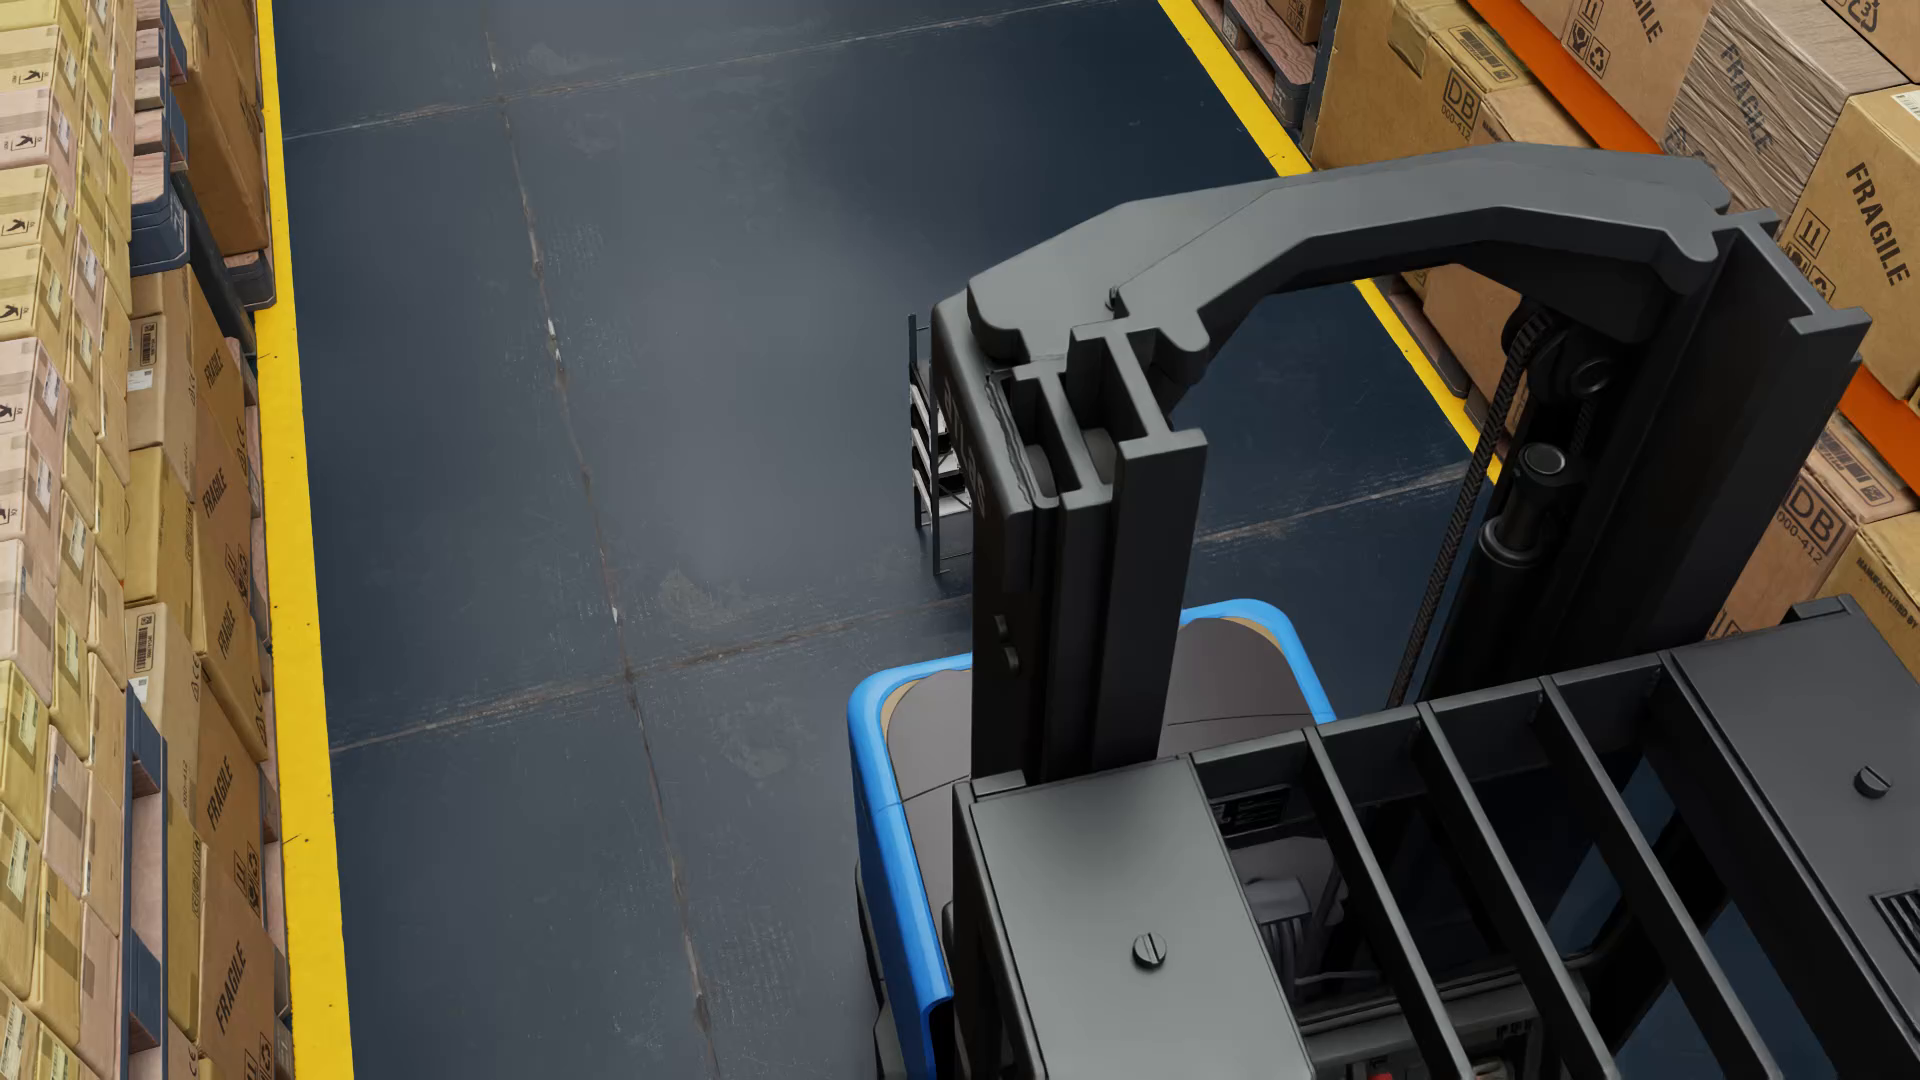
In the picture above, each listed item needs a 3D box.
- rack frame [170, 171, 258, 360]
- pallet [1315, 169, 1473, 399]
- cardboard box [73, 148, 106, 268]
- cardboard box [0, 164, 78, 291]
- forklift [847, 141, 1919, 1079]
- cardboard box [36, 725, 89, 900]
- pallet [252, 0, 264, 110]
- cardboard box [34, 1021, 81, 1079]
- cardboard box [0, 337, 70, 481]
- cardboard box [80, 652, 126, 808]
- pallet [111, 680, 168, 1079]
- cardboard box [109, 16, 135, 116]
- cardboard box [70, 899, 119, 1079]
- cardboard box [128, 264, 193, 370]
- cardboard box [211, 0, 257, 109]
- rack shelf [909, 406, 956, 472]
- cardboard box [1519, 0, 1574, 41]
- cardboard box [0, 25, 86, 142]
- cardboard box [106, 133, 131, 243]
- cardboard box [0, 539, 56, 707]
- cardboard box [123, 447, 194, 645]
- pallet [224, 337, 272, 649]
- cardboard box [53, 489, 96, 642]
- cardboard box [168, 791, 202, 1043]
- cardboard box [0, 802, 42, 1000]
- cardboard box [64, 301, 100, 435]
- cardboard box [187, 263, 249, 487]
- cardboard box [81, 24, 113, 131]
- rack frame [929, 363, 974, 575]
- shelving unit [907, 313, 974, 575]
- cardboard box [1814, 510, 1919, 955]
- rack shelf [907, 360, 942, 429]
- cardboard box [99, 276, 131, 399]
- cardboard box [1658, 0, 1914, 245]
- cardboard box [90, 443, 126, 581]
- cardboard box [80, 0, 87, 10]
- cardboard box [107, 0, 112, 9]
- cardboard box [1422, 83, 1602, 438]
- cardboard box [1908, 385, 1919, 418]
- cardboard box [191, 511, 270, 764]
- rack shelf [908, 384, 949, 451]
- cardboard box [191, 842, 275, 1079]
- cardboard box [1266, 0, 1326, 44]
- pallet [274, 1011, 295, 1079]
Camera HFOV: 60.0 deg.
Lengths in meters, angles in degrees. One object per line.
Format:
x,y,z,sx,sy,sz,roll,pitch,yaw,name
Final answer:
-2.940,-1.535,4.582,1.000,3.000,0.127,-13,51,-11,rack frame
1.989,-1.091,6.032,1.003,0.211,1.213,-13,51,-11,pallet
-2.053,-0.676,3.553,0.380,0.149,0.250,-14,51,-11,cardboard box
-1.977,-0.582,3.279,0.380,0.149,0.250,-11,51,-9,cardboard box
0.591,1.050,2.448,1.130,2.935,3.031,-11,51,-9,forklift
-1.590,0.467,2.589,0.380,0.149,0.250,-12,51,-10,cardboard box
-3.459,-2.119,6.898,1.003,0.211,1.213,-13,51,-11,pallet
-1.435,0.844,2.271,0.380,0.149,0.250,-13,51,-10,cardboard box
-1.818,-0.195,2.953,0.380,0.149,0.250,-12,51,-10,cardboard box
-1.666,0.372,2.864,0.380,0.149,0.250,-13,51,-11,cardboard box
-1.844,0.857,2.691,1.003,0.211,1.213,-13,51,-11,pallet
-2.284,-1.151,4.148,0.380,0.149,0.250,-13,51,-11,cardboard box
-1.522,0.739,2.555,0.380,0.149,0.250,-13,51,-10,cardboard box
-2.488,-0.666,4.719,0.500,0.250,0.500,-14,51,-12,cardboard box
-3.296,-2.048,6.211,1.050,0.750,0.750,-13,51,-10,cardboard box
0.002,-0.321,4.858,0.258,0.077,0.200,-13,51,-11,rack shelf
1.866,-1.822,4.759,0.500,0.500,0.500,-15,51,-12,cardboard box
-2.125,-0.957,3.596,0.380,0.149,0.250,-12,51,-10,cardboard box
-2.137,-0.781,3.836,0.380,0.149,0.250,-14,51,-11,cardboard box
-1.668,0.176,2.641,0.380,0.149,0.250,-14,51,-11,cardboard box
-2.193,0.075,4.095,0.500,0.250,0.500,-12,51,-10,cardboard box
-2.711,-0.065,5.167,1.003,0.211,1.213,-13,51,-11,pallet
-1.749,0.081,2.915,0.380,0.149,0.250,-11,51,-10,cardboard box
-1.883,0.827,3.460,0.500,0.250,0.500,-12,51,-10,cardboard box
-1.523,0.546,2.328,0.380,0.149,0.250,-12,51,-10,cardboard box
-1.899,-0.297,3.234,0.380,0.149,0.250,-14,51,-12,cardboard box
-2.496,-0.443,5.022,0.500,0.500,0.500,-14,51,-11,cardboard box
-2.198,-1.041,3.861,0.380,0.149,0.250,-12,51,-10,cardboard box
0.032,-0.210,4.838,0.240,0.900,0.006,-13,51,-11,rack frame
0.002,-0.284,4.901,0.258,0.900,0.210,-13,51,-11,shelving unit
2.802,0.425,4.045,1.225,0.875,0.875,-13,51,-11,cardboard box
0.002,-0.437,4.720,0.258,0.077,0.200,-13,51,-11,rack shelf
-1.981,-0.395,3.511,0.380,0.149,0.250,-12,51,-10,cardboard box
2.167,-1.083,4.136,0.500,0.500,0.500,-13,51,-11,cardboard box
-1.826,-0.012,3.188,0.380,0.149,0.250,-14,51,-12,cardboard box
-2.285,-1.343,3.921,0.380,0.149,0.250,-14,51,-11,cardboard box
-2.359,-1.427,4.187,0.380,0.149,0.250,-12,51,-10,cardboard box
2.268,-0.872,5.138,1.225,0.875,0.875,-13,51,-11,cardboard box
2.472,-0.336,3.506,0.500,0.500,0.500,-12,51,-10,cardboard box
-2.174,0.319,4.379,0.500,0.500,0.500,-15,52,-13,cardboard box
0.002,-0.379,4.789,0.258,0.077,0.200,-13,51,-11,rack shelf
-1.881,1.071,3.745,0.500,0.500,0.500,-11,51,-9,cardboard box
1.610,-2.404,6.662,0.700,0.500,0.500,-16,52,-13,cardboard box
-1.989,1.717,3.664,1.003,0.211,1.213,-13,51,-11,pallet
